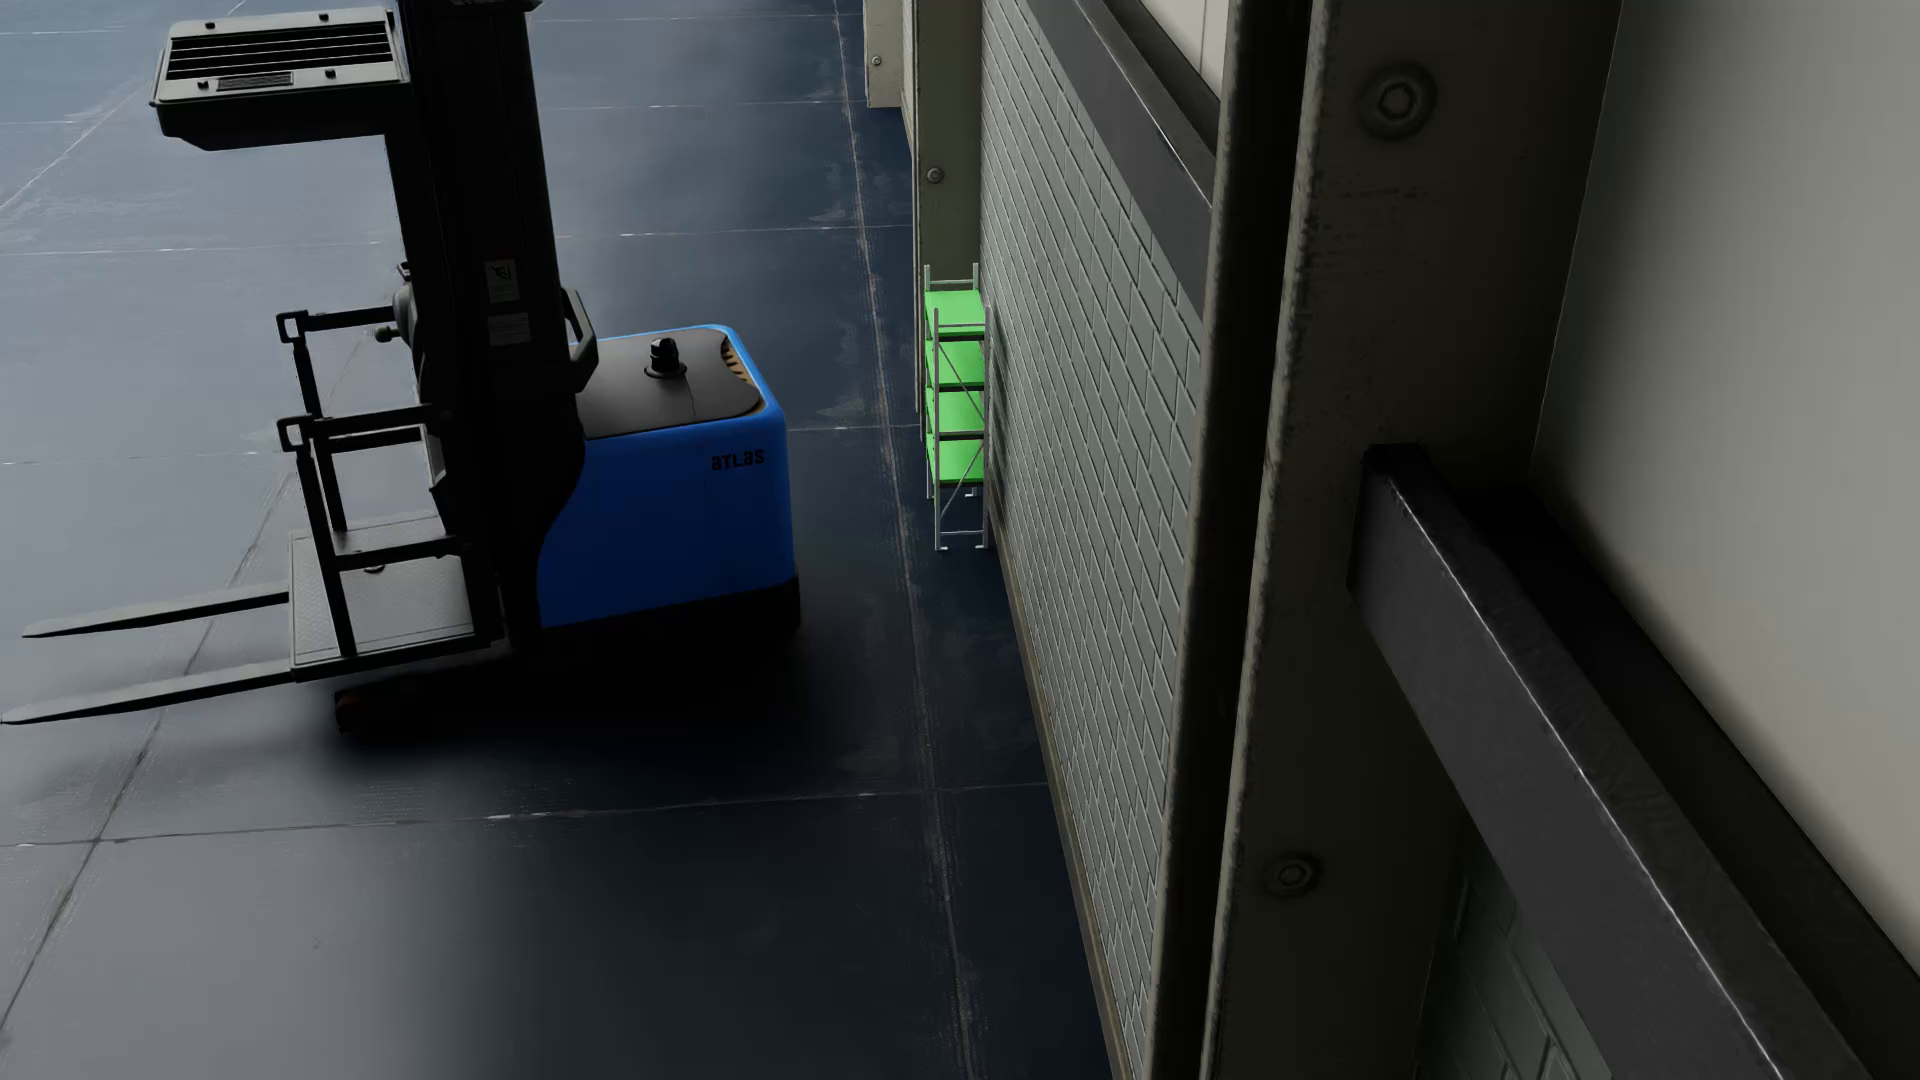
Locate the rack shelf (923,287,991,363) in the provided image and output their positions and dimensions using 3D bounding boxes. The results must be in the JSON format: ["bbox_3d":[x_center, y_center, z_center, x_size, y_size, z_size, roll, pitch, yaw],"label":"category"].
[{"bbox_3d":[-0.016,-0.957,7.370,0.258,0.148,0.480,-3,31,-5],"label":"rack shelf"}]

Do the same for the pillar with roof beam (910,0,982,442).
[{"bbox_3d":[-4.351,-4.272,6.127,9.100,9.000,0.400,-3,31,-5],"label":"pillar with roof beam"}]

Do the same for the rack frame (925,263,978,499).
[{"bbox_3d":[-0.038,-0.724,7.792,0.240,1.200,0.015,-3,31,-5],"label":"rack frame"}]

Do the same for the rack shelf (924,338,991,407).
[{"bbox_3d":[-0.016,-0.751,7.494,0.258,0.148,0.480,-3,31,-5],"label":"rack shelf"}]

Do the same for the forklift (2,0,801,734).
[{"bbox_3d":[-2.245,-0.808,6.245,3.031,2.935,1.130,-10,32,-17],"label":"forklift"}]

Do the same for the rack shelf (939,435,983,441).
[{"bbox_3d":[-0.015,-0.569,7.602,0.199,0.029,0.442,-3,31,-5],"label":"rack shelf"}]

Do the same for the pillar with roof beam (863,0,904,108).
[{"bbox_3d":[-4.911,-7.335,11.255,9.100,9.000,0.400,-3,31,-5],"label":"pillar with roof beam"}]

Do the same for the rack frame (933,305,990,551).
[{"bbox_3d":[0.007,-0.475,7.375,0.240,1.200,0.015,-3,31,-5],"label":"rack frame"}]

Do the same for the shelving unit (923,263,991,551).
[{"bbox_3d":[-0.015,-0.600,7.584,0.258,1.200,0.503,-3,31,-5],"label":"shelving unit"}]

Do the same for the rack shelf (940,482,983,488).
[{"bbox_3d":[-0.015,-0.363,7.725,0.199,0.029,0.442,-3,31,-5],"label":"rack shelf"}]
